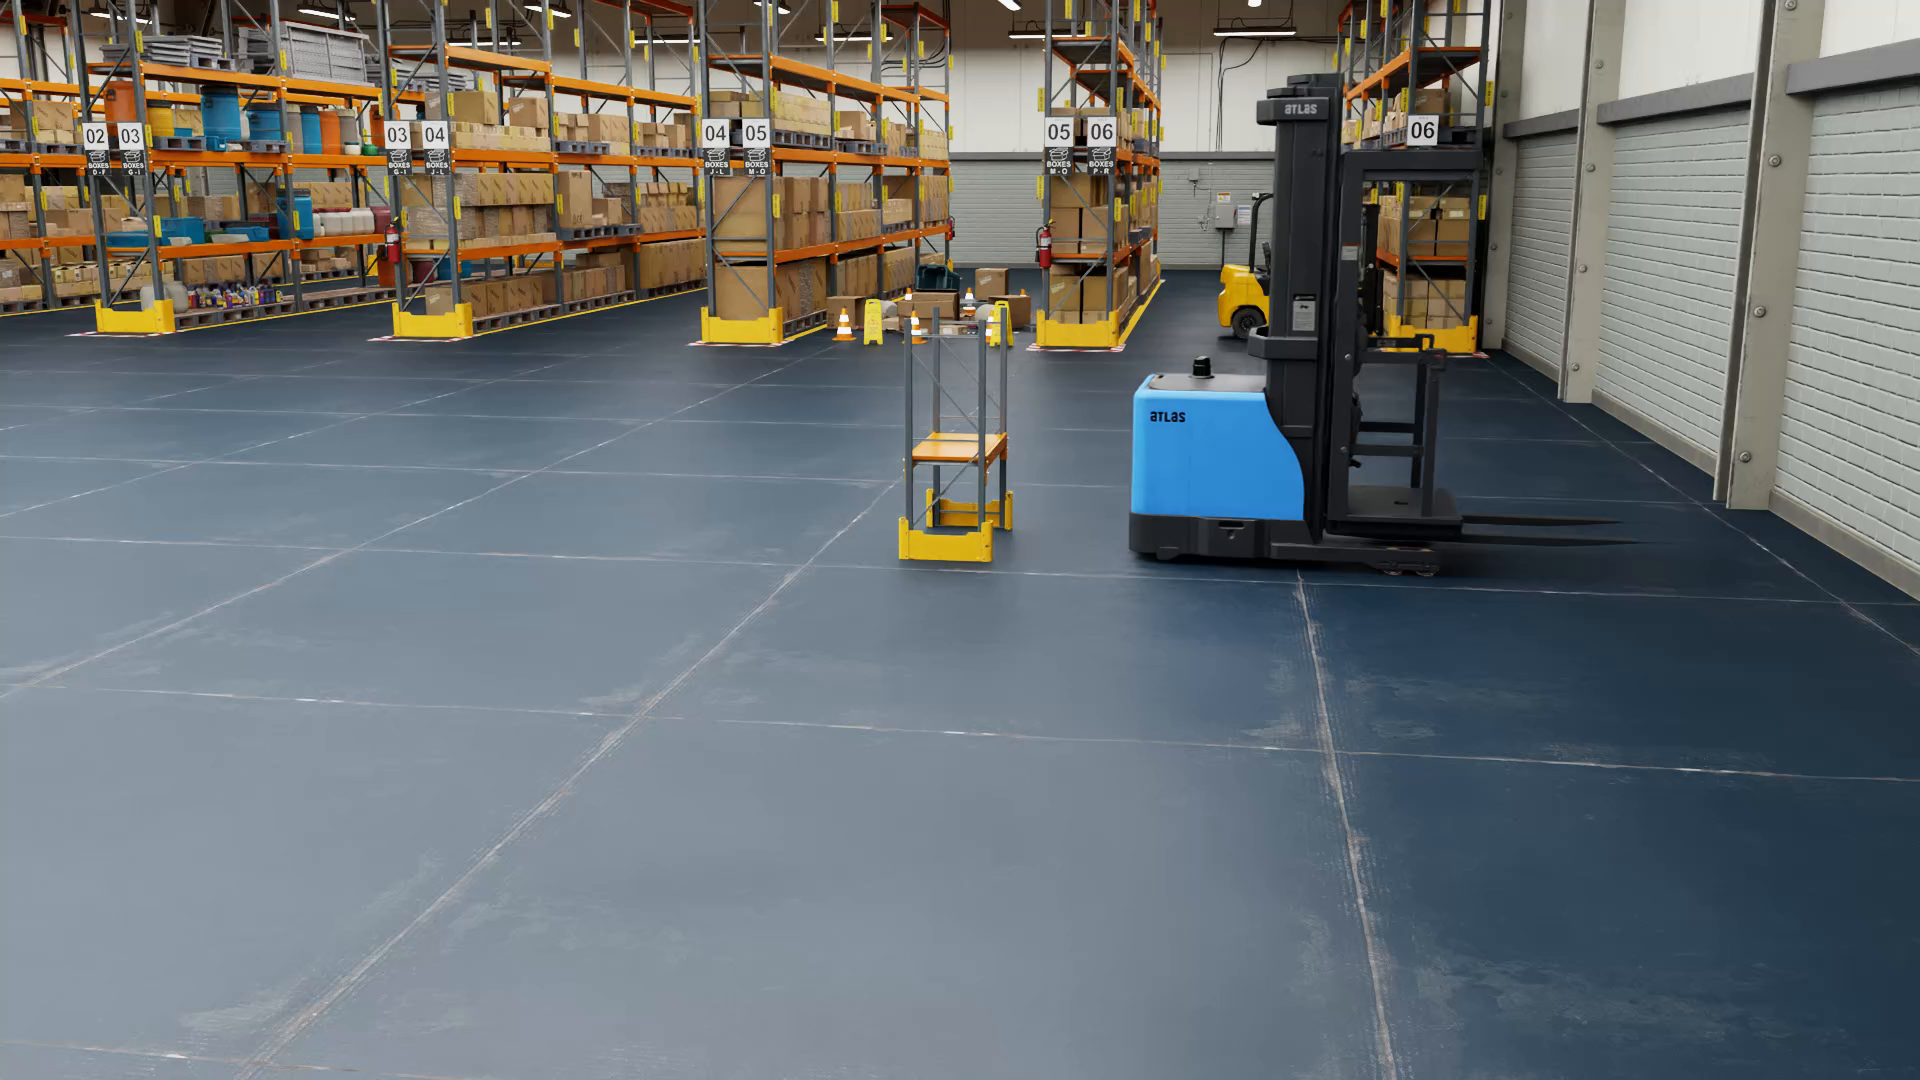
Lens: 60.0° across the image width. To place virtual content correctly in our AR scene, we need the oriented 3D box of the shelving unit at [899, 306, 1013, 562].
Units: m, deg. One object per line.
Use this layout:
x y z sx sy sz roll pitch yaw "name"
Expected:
-0.012 -0.717 10.762 0.587 1.500 1.083 2 12 9 "shelving unit"

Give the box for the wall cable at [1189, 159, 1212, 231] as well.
6.397 -9.229 44.288 0.588 1.984 0.122 2 12 9 "wall cable"

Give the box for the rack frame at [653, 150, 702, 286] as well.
-6.258 -7.090 36.773 1.000 3.000 0.127 2 12 9 "rack frame"

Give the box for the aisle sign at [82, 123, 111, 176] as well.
-13.302 -6.018 25.628 0.394 0.787 0.004 2 12 9 "aisle sign"

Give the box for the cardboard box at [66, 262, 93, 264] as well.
-17.263 -5.292 32.629 0.500 0.311 0.500 2 12 8 "cardboard box"

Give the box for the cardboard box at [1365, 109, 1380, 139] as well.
7.494 -7.295 29.130 0.700 0.500 0.500 2 12 8 "cardboard box"

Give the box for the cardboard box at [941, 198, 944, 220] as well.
-0.656 -7.727 38.782 0.500 0.500 0.500 2 12 8 "cardboard box"

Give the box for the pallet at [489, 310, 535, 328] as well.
-7.742 -3.666 27.504 1.003 0.211 1.213 2 12 9 "pallet"

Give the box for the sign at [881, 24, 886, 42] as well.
-1.438 -9.525 31.239 0.100 0.325 0.005 2 12 9 "sign"

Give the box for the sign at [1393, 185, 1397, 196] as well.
8.989 -7.158 34.339 0.100 0.325 0.005 2 12 9 "sign"

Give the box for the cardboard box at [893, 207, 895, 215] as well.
-1.518 -6.666 33.698 0.380 0.149 0.250 2 12 8 "cardboard box"

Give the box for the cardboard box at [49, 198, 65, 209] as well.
-20.831 -7.565 37.985 0.500 0.500 0.500 2 12 9 "cardboard box"

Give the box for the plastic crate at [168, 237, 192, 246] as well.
-12.542 -4.800 26.771 0.298 0.136 0.250 2 12 9 "plastic crate"

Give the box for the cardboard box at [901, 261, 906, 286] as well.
-1.399 -5.516 34.406 0.500 0.500 0.500 2 12 7 "cardboard box"

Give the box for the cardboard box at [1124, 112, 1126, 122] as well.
2.327 -6.438 25.331 0.380 0.149 0.250 2 12 9 "cardboard box"

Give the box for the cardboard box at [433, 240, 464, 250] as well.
-7.824 -4.521 25.448 0.380 0.149 0.250 2 12 9 "cardboard box"

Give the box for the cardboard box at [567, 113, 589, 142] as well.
-7.174 -7.438 30.024 0.797 0.503 0.637 2 12 11 "cardboard box"

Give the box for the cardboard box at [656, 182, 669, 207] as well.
-6.545 -7.224 34.775 0.797 0.503 0.637 2 12 10 "cardboard box"

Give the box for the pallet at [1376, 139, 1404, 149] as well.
7.332 -6.501 27.371 0.805 0.209 1.217 1 12 6 "pallet"

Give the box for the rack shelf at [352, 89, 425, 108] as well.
-11.459 -9.220 35.072 1.077 0.370 4.000 2 12 9 "rack shelf"

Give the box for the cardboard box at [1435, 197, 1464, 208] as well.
6.957 -4.794 23.636 0.380 0.149 0.250 2 12 10 "cardboard box"

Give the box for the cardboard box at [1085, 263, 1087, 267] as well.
1.868 -4.510 27.013 0.380 0.149 0.250 2 12 9 "cardboard box"

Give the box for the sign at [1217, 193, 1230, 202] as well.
7.024 -9.127 44.262 0.339 0.242 0.001 2 12 9 "sign"

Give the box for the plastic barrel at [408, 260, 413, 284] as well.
-11.710 -5.630 34.906 0.421 0.512 0.421 0 12 0 "plastic barrel"

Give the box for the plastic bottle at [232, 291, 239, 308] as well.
-12.342 -4.094 28.300 0.097 0.271 0.097 0 12 0 "plastic bottle"

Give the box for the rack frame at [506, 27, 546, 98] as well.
-10.536 -11.016 40.750 1.000 3.000 0.127 2 12 9 "rack frame"

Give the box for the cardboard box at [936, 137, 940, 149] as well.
-0.735 -9.061 37.969 0.500 0.250 0.500 2 12 9 "cardboard box"

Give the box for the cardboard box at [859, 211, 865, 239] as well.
-2.021 -5.708 30.120 0.500 0.500 0.500 2 12 10 "cardboard box"

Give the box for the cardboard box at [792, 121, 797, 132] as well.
-2.693 -6.279 25.253 0.380 0.149 0.250 2 12 9 "cardboard box"

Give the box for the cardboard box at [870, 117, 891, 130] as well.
-1.573 -8.202 32.759 0.396 0.266 0.258 2 12 9 "cardboard box"

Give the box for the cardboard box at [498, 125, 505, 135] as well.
-7.579 -6.608 26.825 0.380 0.149 0.250 1 12 7 "cardboard box"

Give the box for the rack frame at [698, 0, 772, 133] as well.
-3.218 -7.343 23.707 1.000 3.000 0.127 2 12 9 "rack frame"

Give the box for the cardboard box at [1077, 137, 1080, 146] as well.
1.548 -5.805 24.286 0.380 0.149 0.250 2 12 10 "cardboard box"

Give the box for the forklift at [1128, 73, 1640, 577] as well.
2.623 -1.335 10.232 3.031 2.935 1.130 2 12 11 "forklift"

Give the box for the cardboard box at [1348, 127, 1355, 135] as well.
7.782 -7.982 32.446 0.380 0.149 0.250 2 12 9 "cardboard box"

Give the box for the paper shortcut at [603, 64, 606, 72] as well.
-7.189 -9.550 33.617 0.009 0.170 0.078 12 -17 6 "paper shortcut"

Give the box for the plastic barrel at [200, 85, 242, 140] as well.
-12.641 -7.298 28.432 0.600 0.901 0.708 2 12 9 "plastic barrel"

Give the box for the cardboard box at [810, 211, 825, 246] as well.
-2.710 -5.124 27.294 0.875 0.550 0.550 2 12 9 "cardboard box"

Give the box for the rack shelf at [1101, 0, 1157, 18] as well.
3.227 -10.558 32.445 1.077 0.370 4.000 2 12 9 "rack shelf"

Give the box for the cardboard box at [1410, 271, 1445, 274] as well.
7.171 -3.974 25.471 0.500 0.250 0.500 2 12 9 "cardboard box"

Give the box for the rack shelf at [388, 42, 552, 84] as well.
-7.796 -7.588 26.558 1.077 0.370 4.000 2 12 9 "rack shelf"

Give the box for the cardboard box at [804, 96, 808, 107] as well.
-2.577 -6.828 25.906 0.380 0.149 0.250 2 12 9 "cardboard box"

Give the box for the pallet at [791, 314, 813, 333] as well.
-2.982 -3.470 26.592 1.003 0.211 1.213 2 12 9 "pallet"

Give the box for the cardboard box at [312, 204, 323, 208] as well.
-15.543 -7.769 39.685 0.500 0.500 0.500 2 12 8 "cardboard box"

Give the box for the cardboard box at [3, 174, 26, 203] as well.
-17.338 -6.337 29.962 0.700 0.500 0.500 2 12 9 "cardboard box"

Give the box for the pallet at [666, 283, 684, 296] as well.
-6.487 -5.309 35.128 1.003 0.211 1.213 2 12 9 "pallet"

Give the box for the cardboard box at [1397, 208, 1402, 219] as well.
6.381 -4.612 23.499 0.380 0.149 0.250 2 12 10 "cardboard box"

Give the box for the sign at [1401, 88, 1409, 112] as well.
6.060 -5.992 22.644 0.100 0.325 0.005 2 12 9 "sign"

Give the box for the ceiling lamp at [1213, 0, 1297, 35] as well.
7.167 -13.861 40.096 2.000 3.185 0.800 2 12 9 "ceiling lamp"

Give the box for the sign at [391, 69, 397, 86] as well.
-11.222 -9.177 32.980 0.100 0.325 0.005 2 12 9 "sign"

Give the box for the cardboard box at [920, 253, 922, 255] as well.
-1.097 -6.684 39.248 0.380 0.149 0.250 2 12 10 "cardboard box"

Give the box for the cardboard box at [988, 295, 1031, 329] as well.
0.795 -3.704 26.989 0.500 0.500 0.500 -10 16 -40 "cardboard box"
